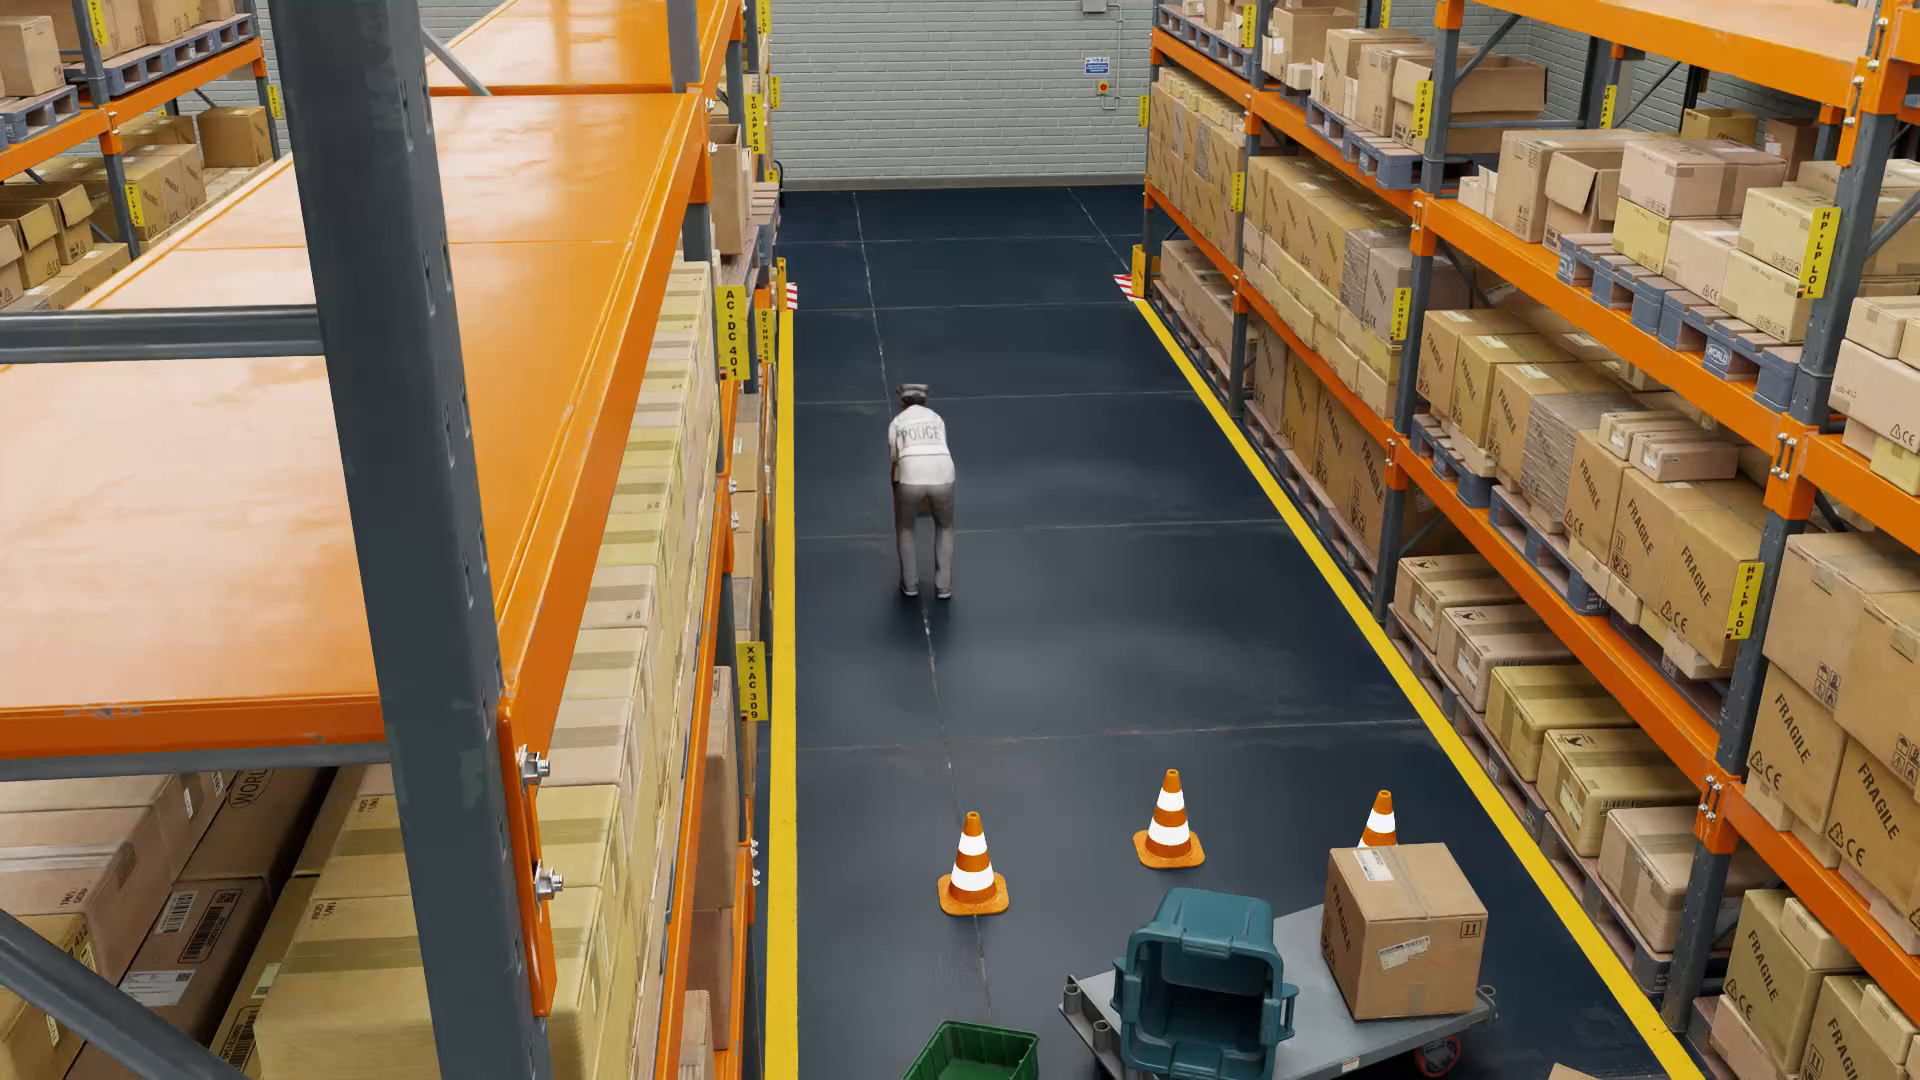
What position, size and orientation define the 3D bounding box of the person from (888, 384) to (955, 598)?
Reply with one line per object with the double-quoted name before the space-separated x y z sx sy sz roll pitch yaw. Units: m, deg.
"person" -0.268 -0.340 11.266 0.415 1.350 0.873 -3 24 -6
